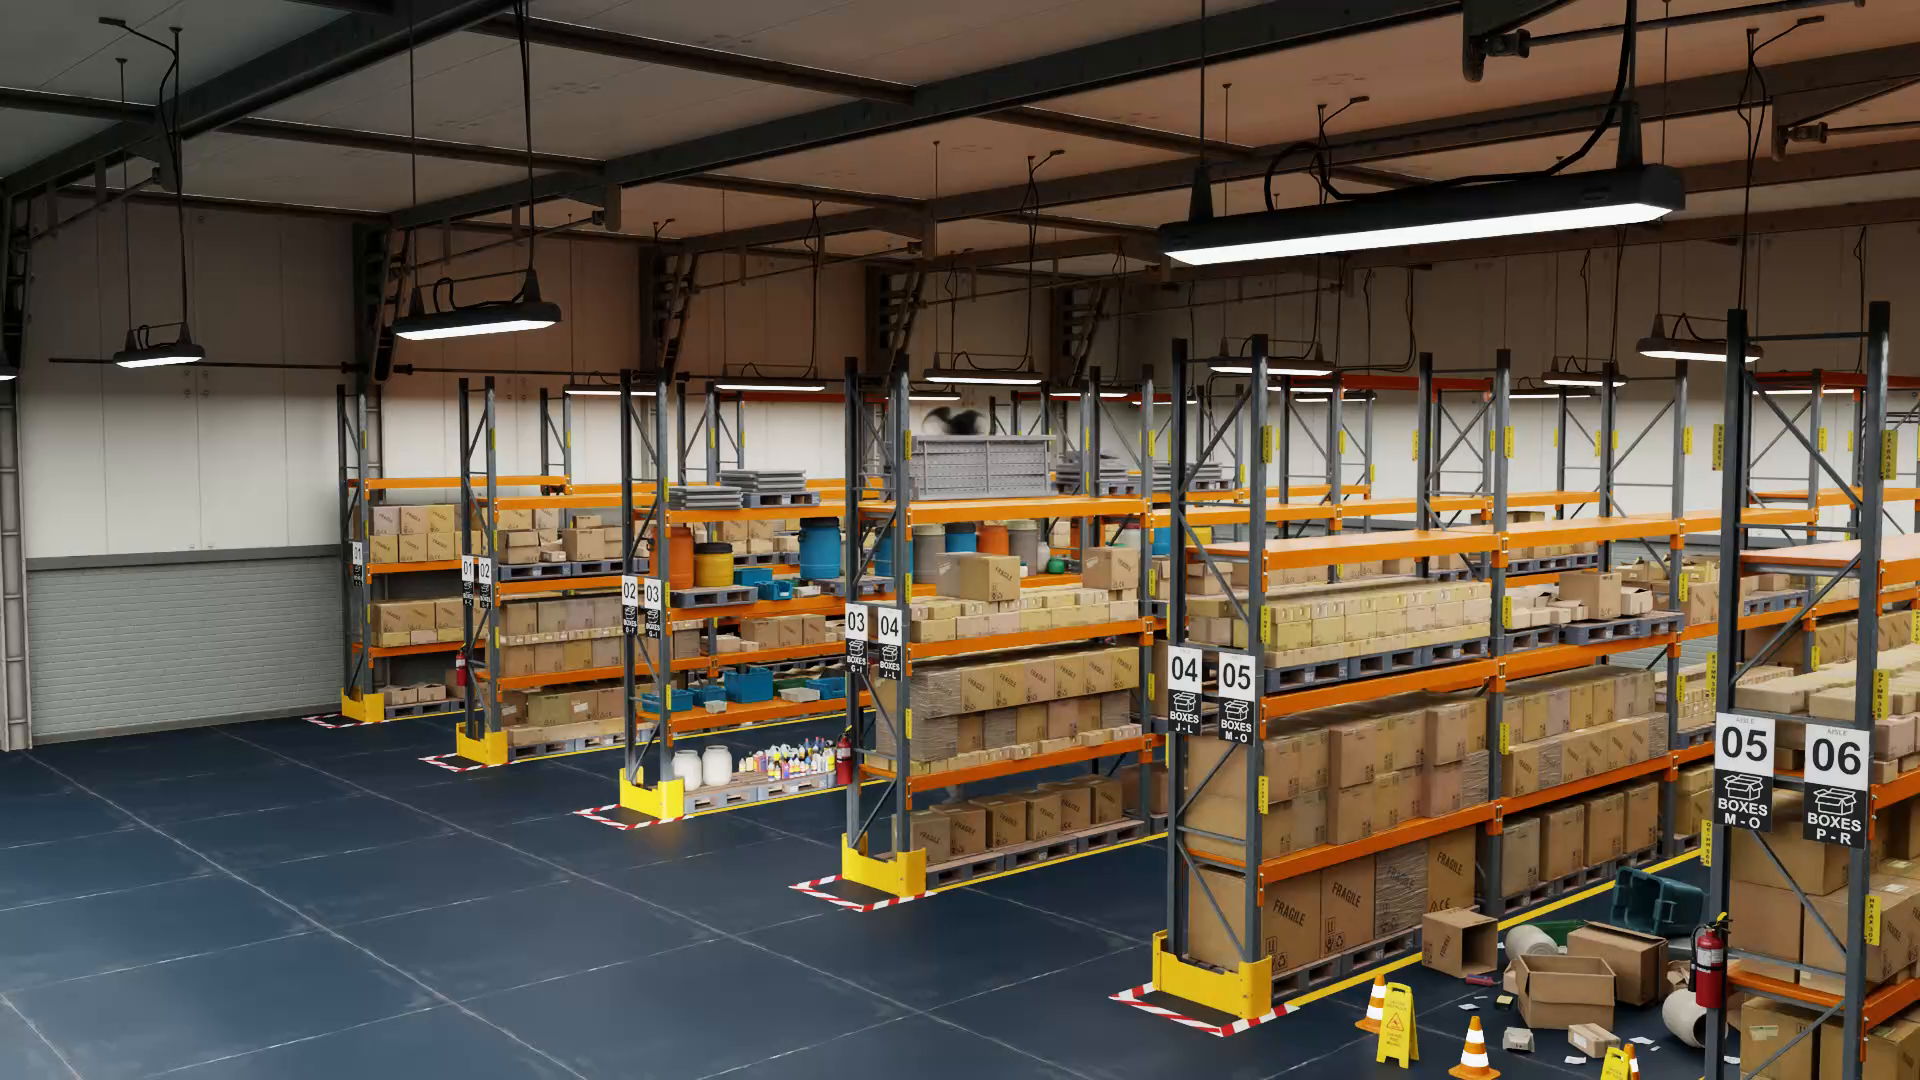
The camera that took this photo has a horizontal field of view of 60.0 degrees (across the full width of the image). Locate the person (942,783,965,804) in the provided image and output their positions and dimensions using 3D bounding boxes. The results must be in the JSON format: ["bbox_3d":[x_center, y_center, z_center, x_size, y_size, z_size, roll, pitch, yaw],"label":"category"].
[{"bbox_3d":[-0.175,2.886,22.819,0.728,1.573,0.849,3,5,37],"label":"person"}]

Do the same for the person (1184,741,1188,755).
[{"bbox_3d":[3.589,2.641,25.023,0.734,1.773,1.070,3,5,42],"label":"person"}]
